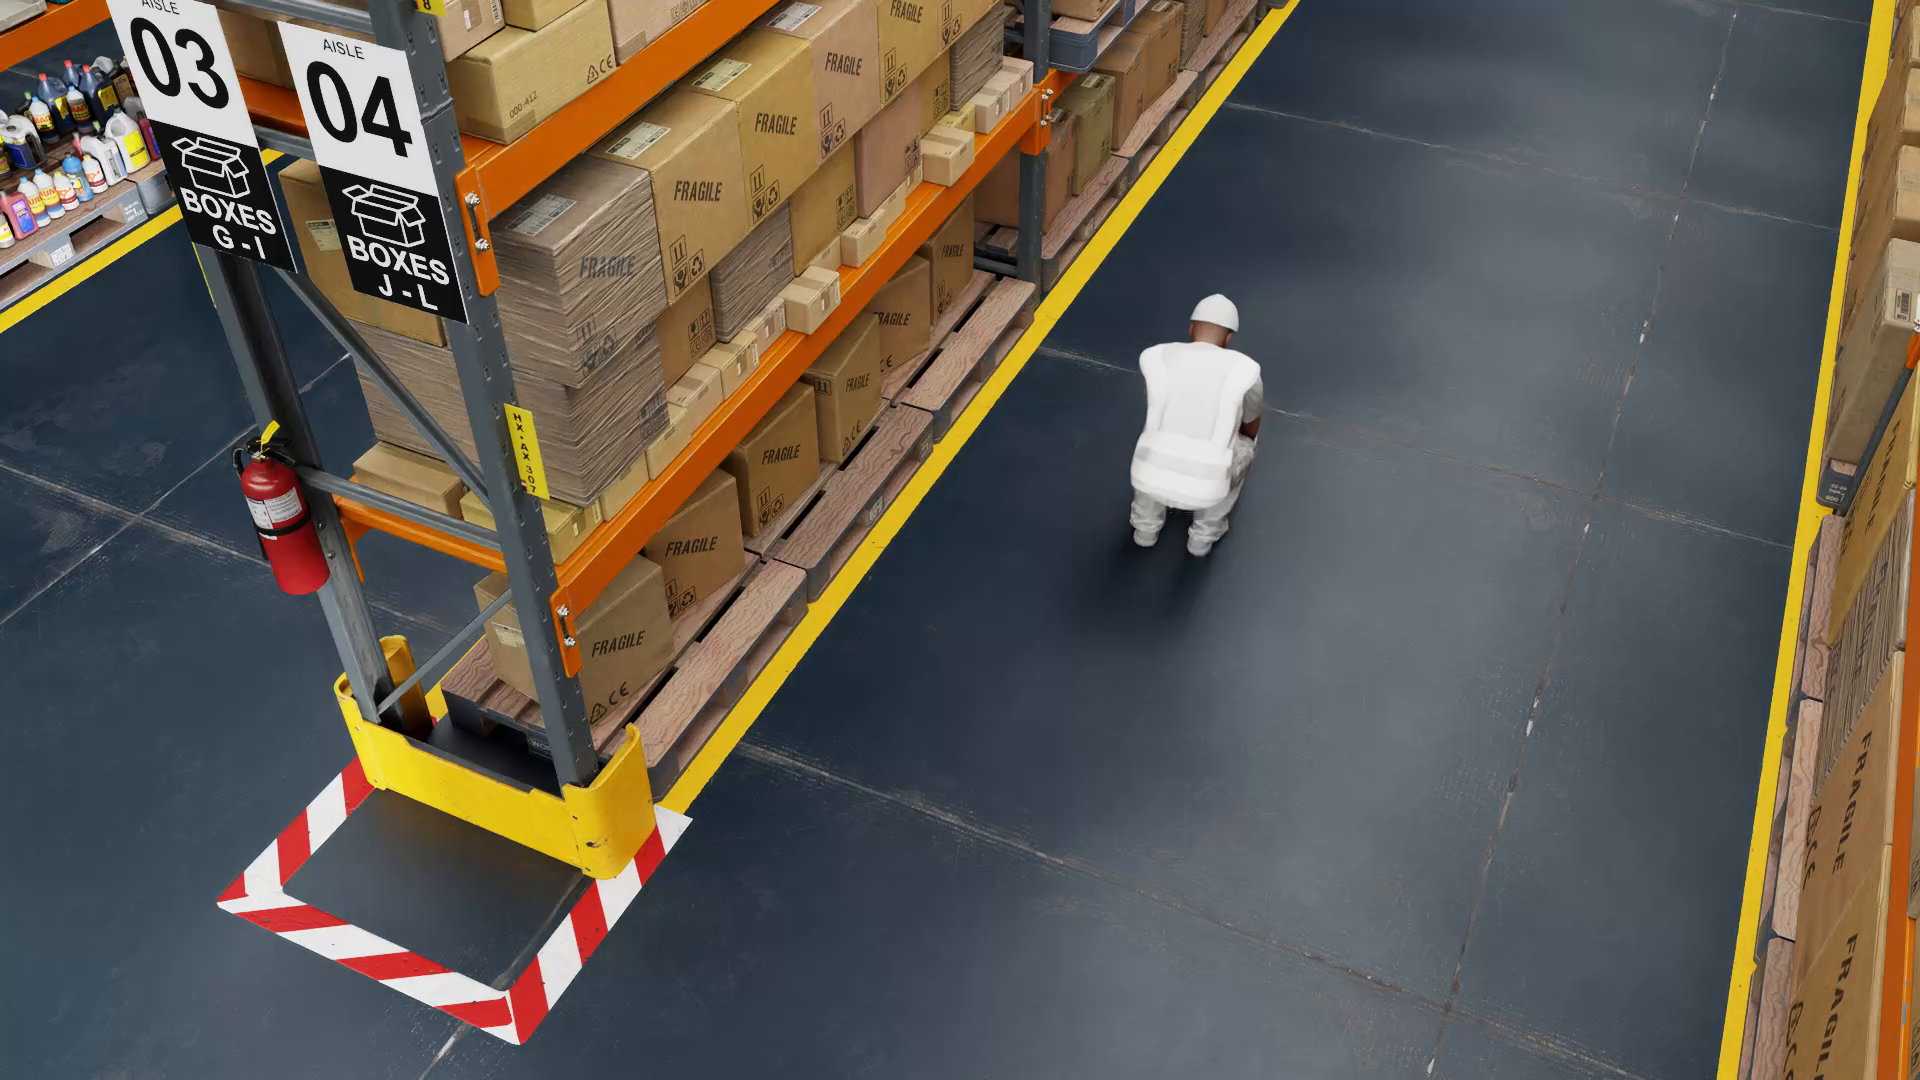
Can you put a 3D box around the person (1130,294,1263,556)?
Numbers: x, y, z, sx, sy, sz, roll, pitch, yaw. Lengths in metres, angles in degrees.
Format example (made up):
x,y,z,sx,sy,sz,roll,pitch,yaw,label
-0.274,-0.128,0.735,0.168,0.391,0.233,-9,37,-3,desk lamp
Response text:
x,y,z,sx,sy,sz,roll,pitch,yaw,label
1.023,-0.479,7.279,0.547,1.003,0.908,16,44,18,person
